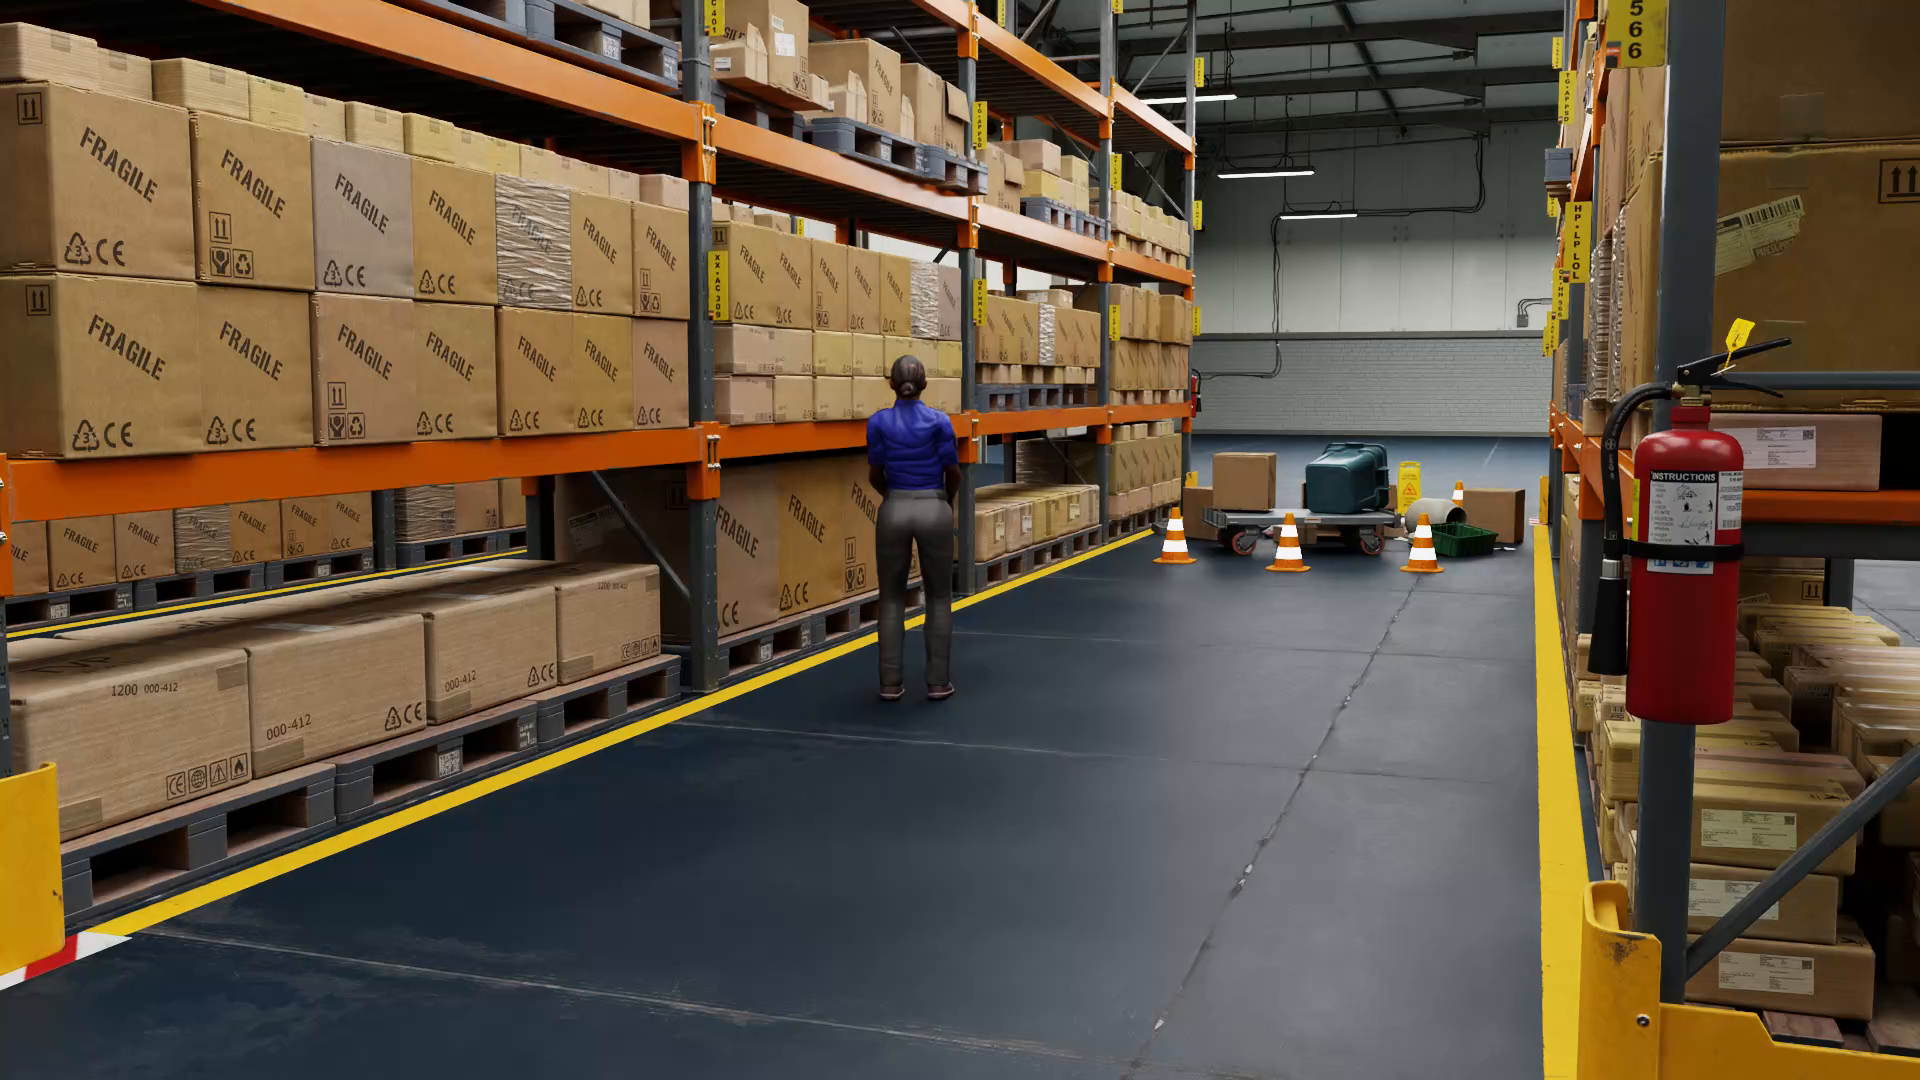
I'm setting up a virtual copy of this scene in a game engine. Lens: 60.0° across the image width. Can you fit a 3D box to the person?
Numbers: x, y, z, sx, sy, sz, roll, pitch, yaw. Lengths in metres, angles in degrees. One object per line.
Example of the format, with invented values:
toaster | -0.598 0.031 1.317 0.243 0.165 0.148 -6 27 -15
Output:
person | -0.212 -0.063 8.006 0.449 1.645 0.521 0 5 5
